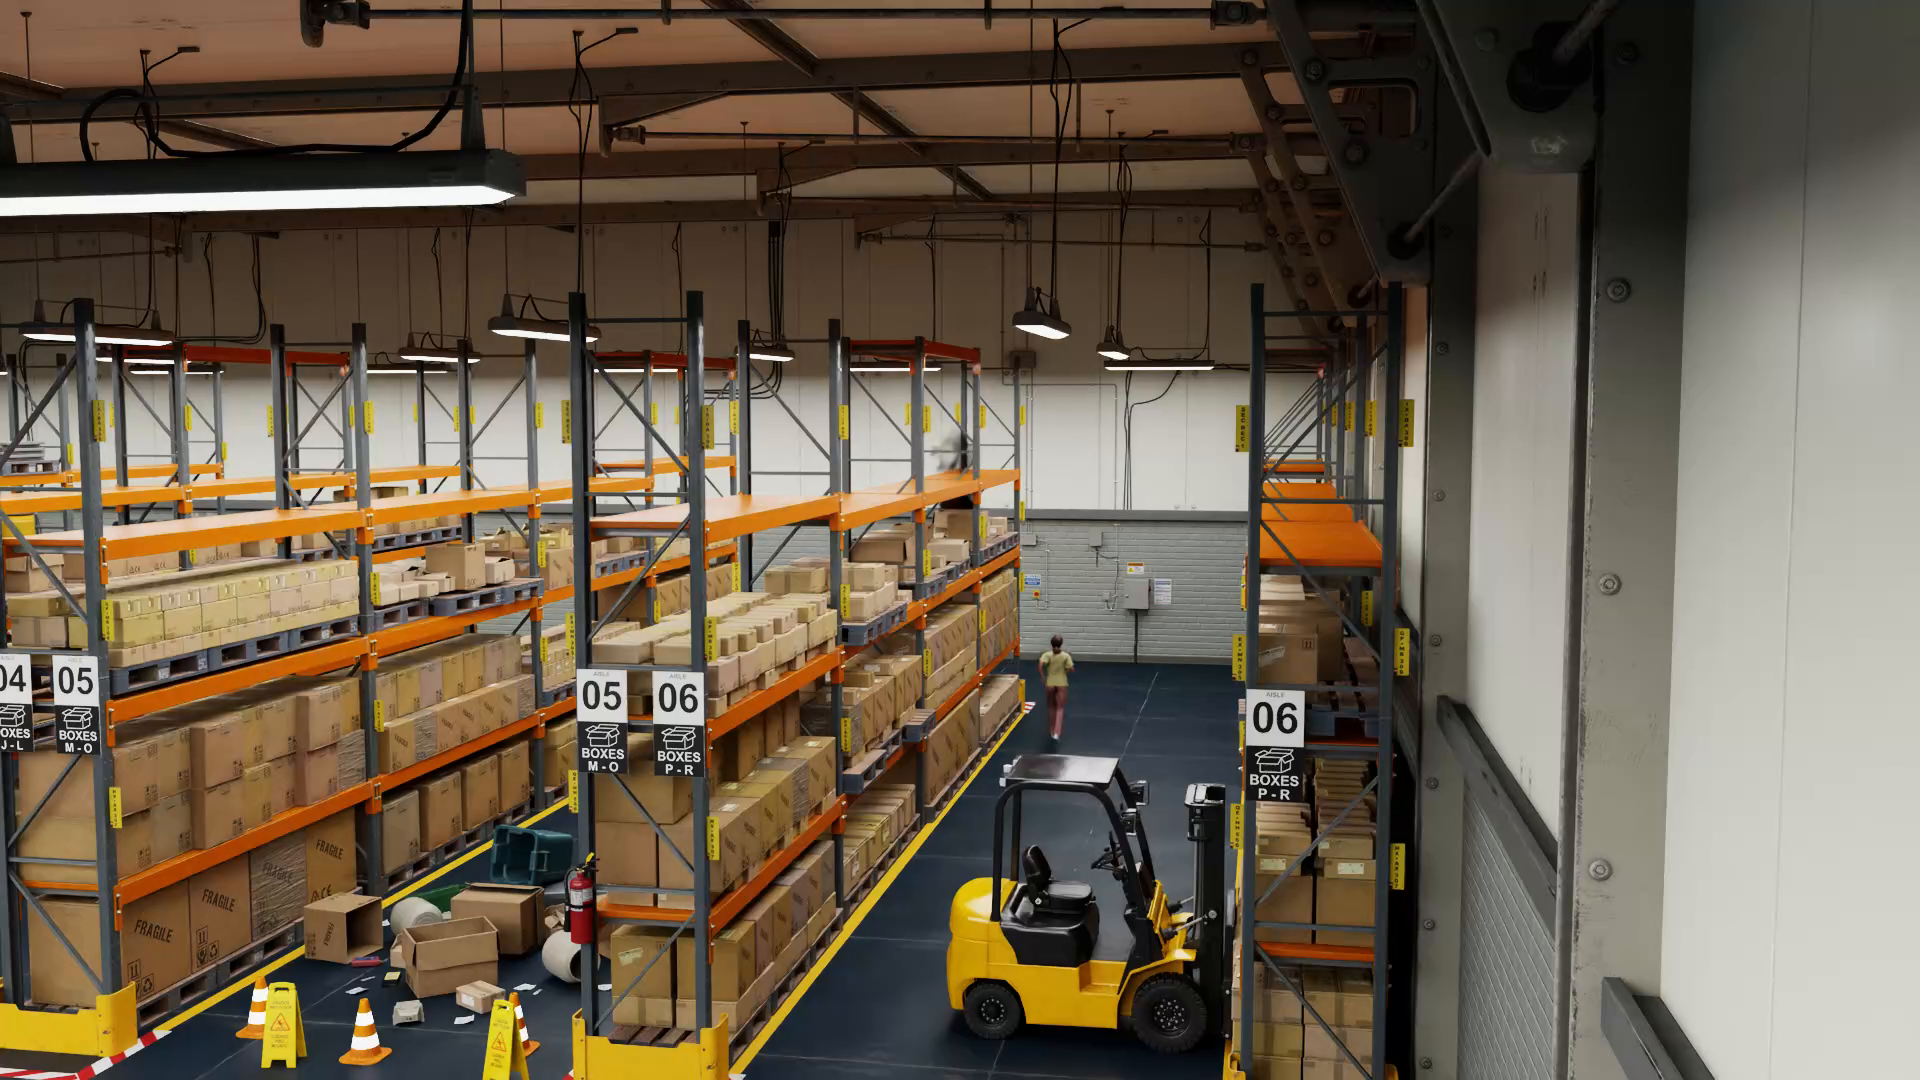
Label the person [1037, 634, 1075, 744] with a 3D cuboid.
[{"bbox_3d":[1.468,2.281,25.275,0.566,1.705,0.842,1,5,9],"label":"person"}]
